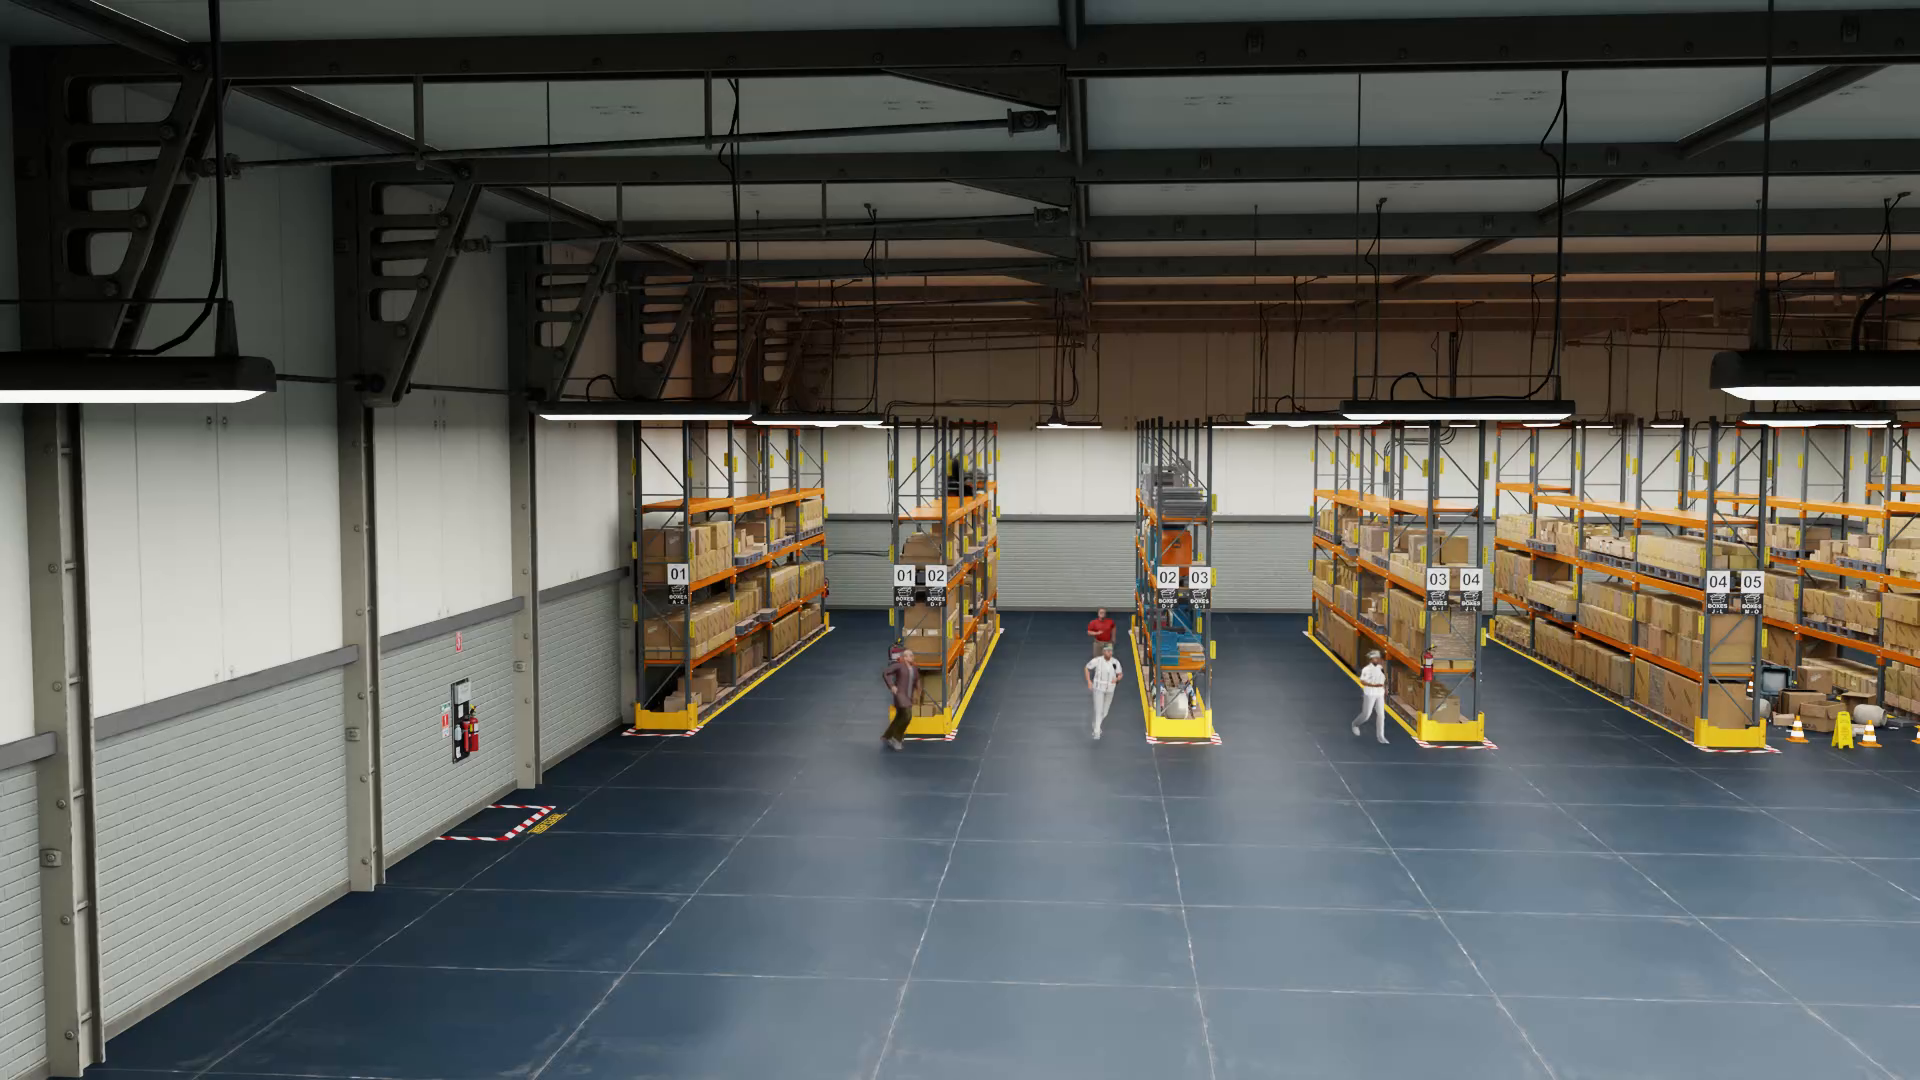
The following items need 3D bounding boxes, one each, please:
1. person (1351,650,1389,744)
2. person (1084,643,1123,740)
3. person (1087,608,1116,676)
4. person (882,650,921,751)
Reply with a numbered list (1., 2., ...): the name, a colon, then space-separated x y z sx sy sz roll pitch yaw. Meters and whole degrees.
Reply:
1. person: 7.637 2.861 30.704 0.607 1.674 0.913 -2 4 -24
2. person: 2.704 2.844 31.247 0.705 1.845 0.792 -1 4 -14
3. person: 3.180 2.408 37.344 0.679 1.762 0.908 0 4 -2
4. person: -1.033 2.884 30.137 0.748 1.798 0.706 3 5 36
